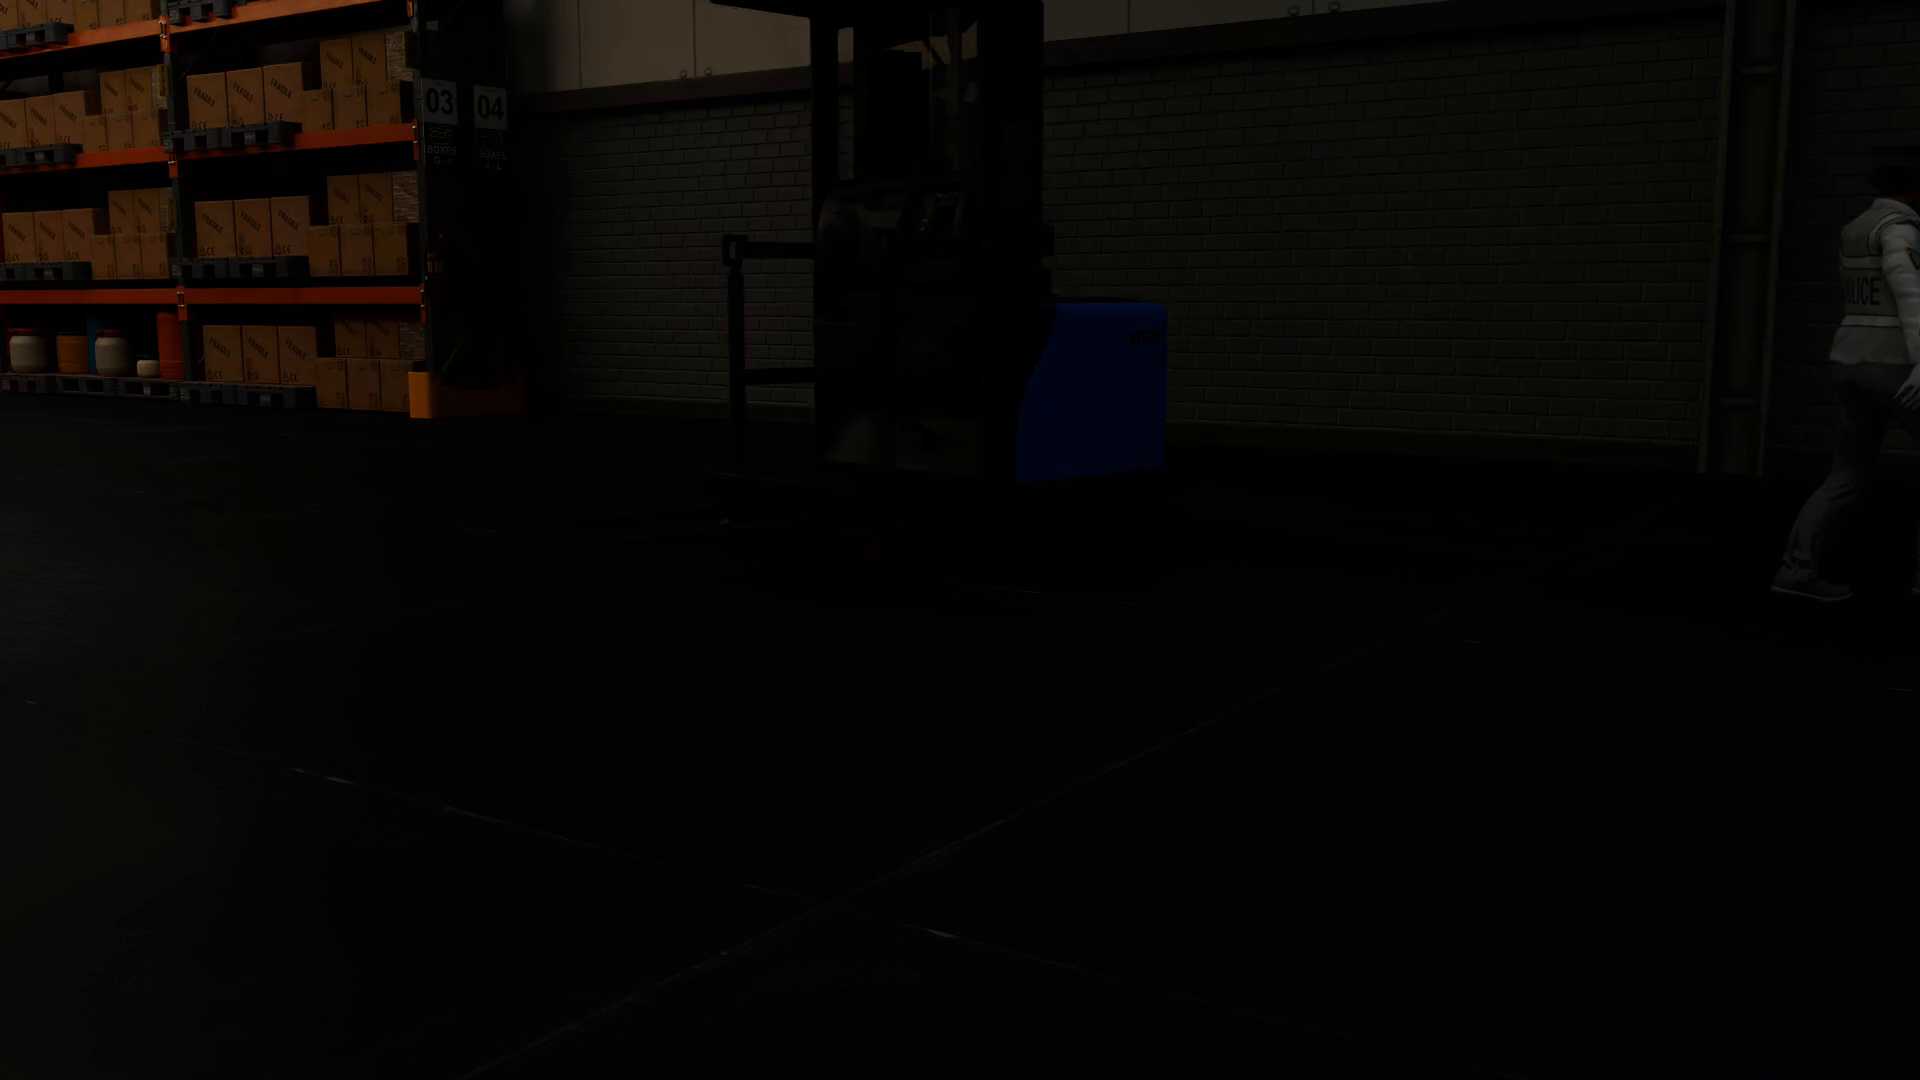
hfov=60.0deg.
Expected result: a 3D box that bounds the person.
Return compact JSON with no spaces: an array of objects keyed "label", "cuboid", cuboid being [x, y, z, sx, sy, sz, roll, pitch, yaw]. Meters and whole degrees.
[{"label":"person","cuboid":[3.292,-0.569,5.786,0.717,1.628,0.893,0,8,1]}]

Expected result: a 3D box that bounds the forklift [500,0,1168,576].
[{"label":"forklift","cuboid":[-0.438,-1.391,6.977,3.031,2.935,1.130,-8,11,-43]}]
